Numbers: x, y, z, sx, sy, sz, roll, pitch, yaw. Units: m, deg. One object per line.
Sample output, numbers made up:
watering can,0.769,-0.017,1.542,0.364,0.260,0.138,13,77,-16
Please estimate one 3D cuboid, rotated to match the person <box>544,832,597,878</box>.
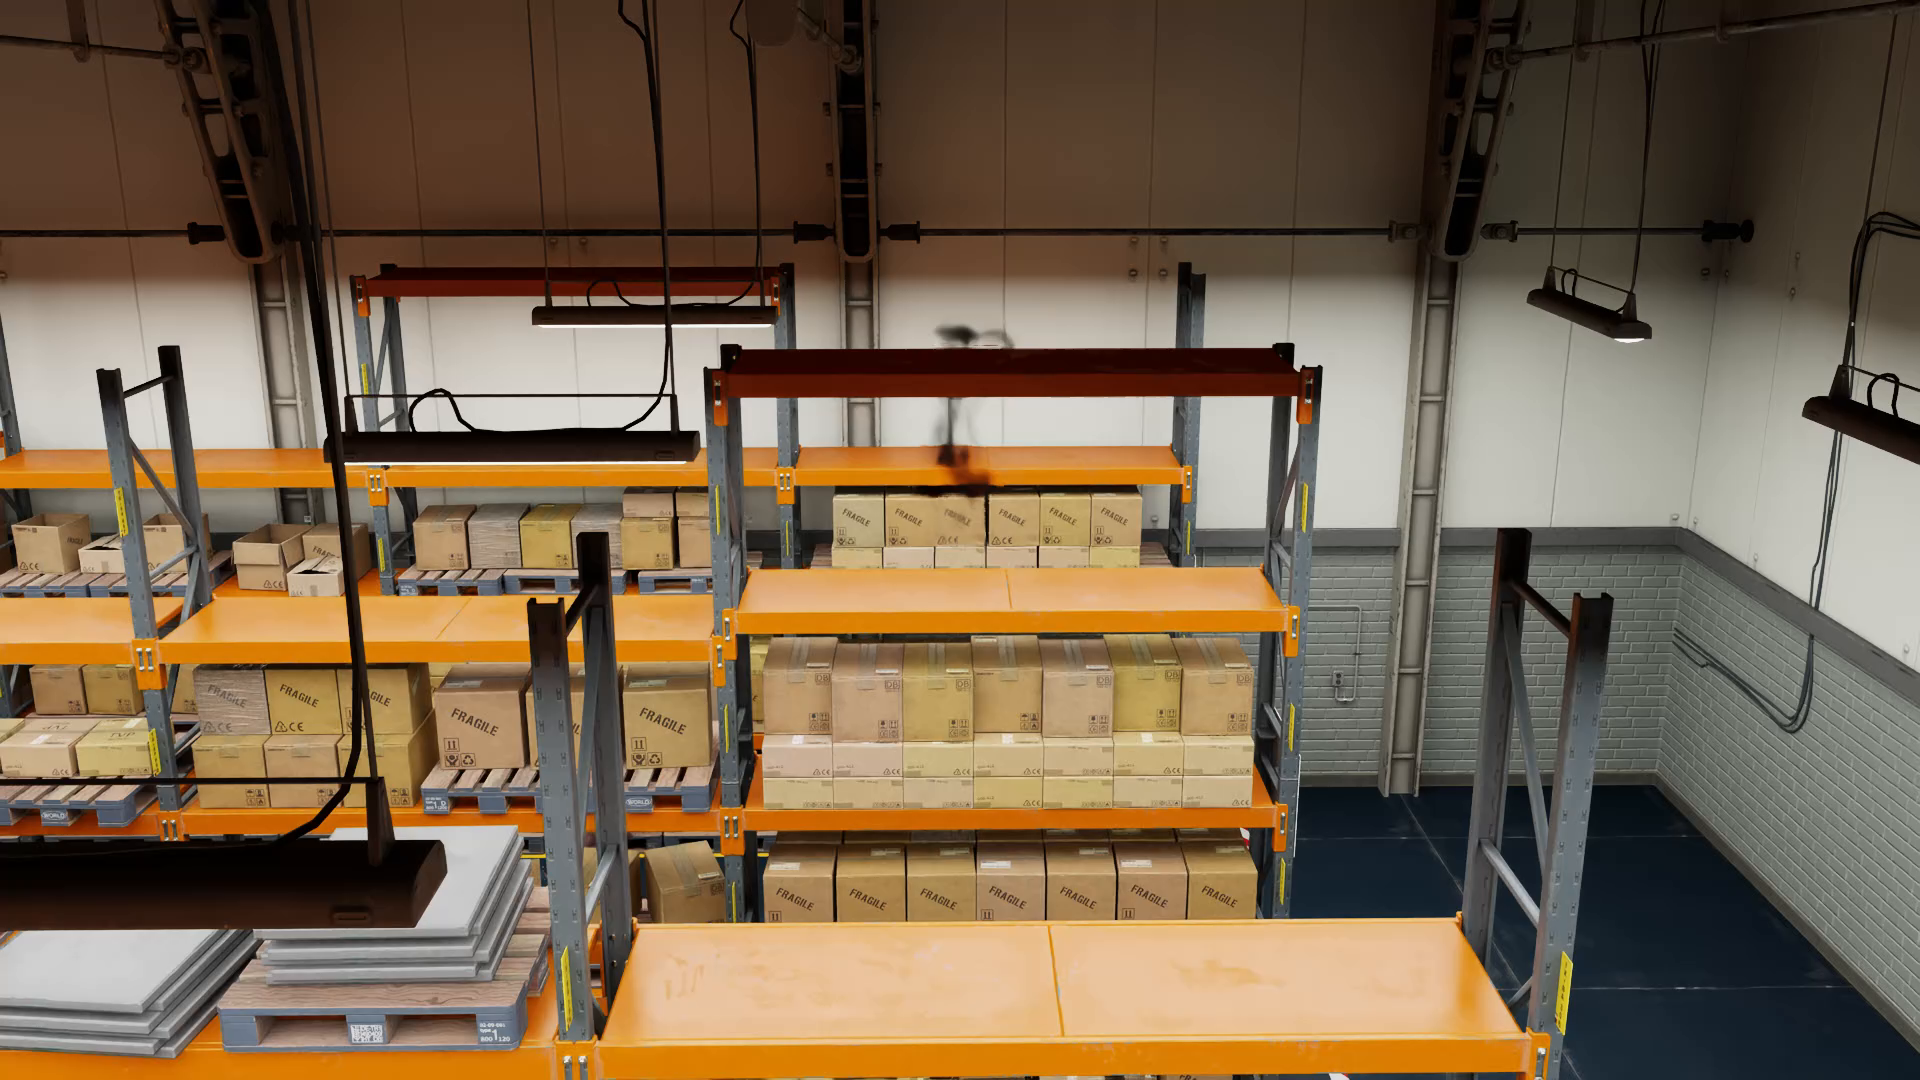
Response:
person,-3.267,3.105,14.708,0.970,1.802,0.713,2,16,9
